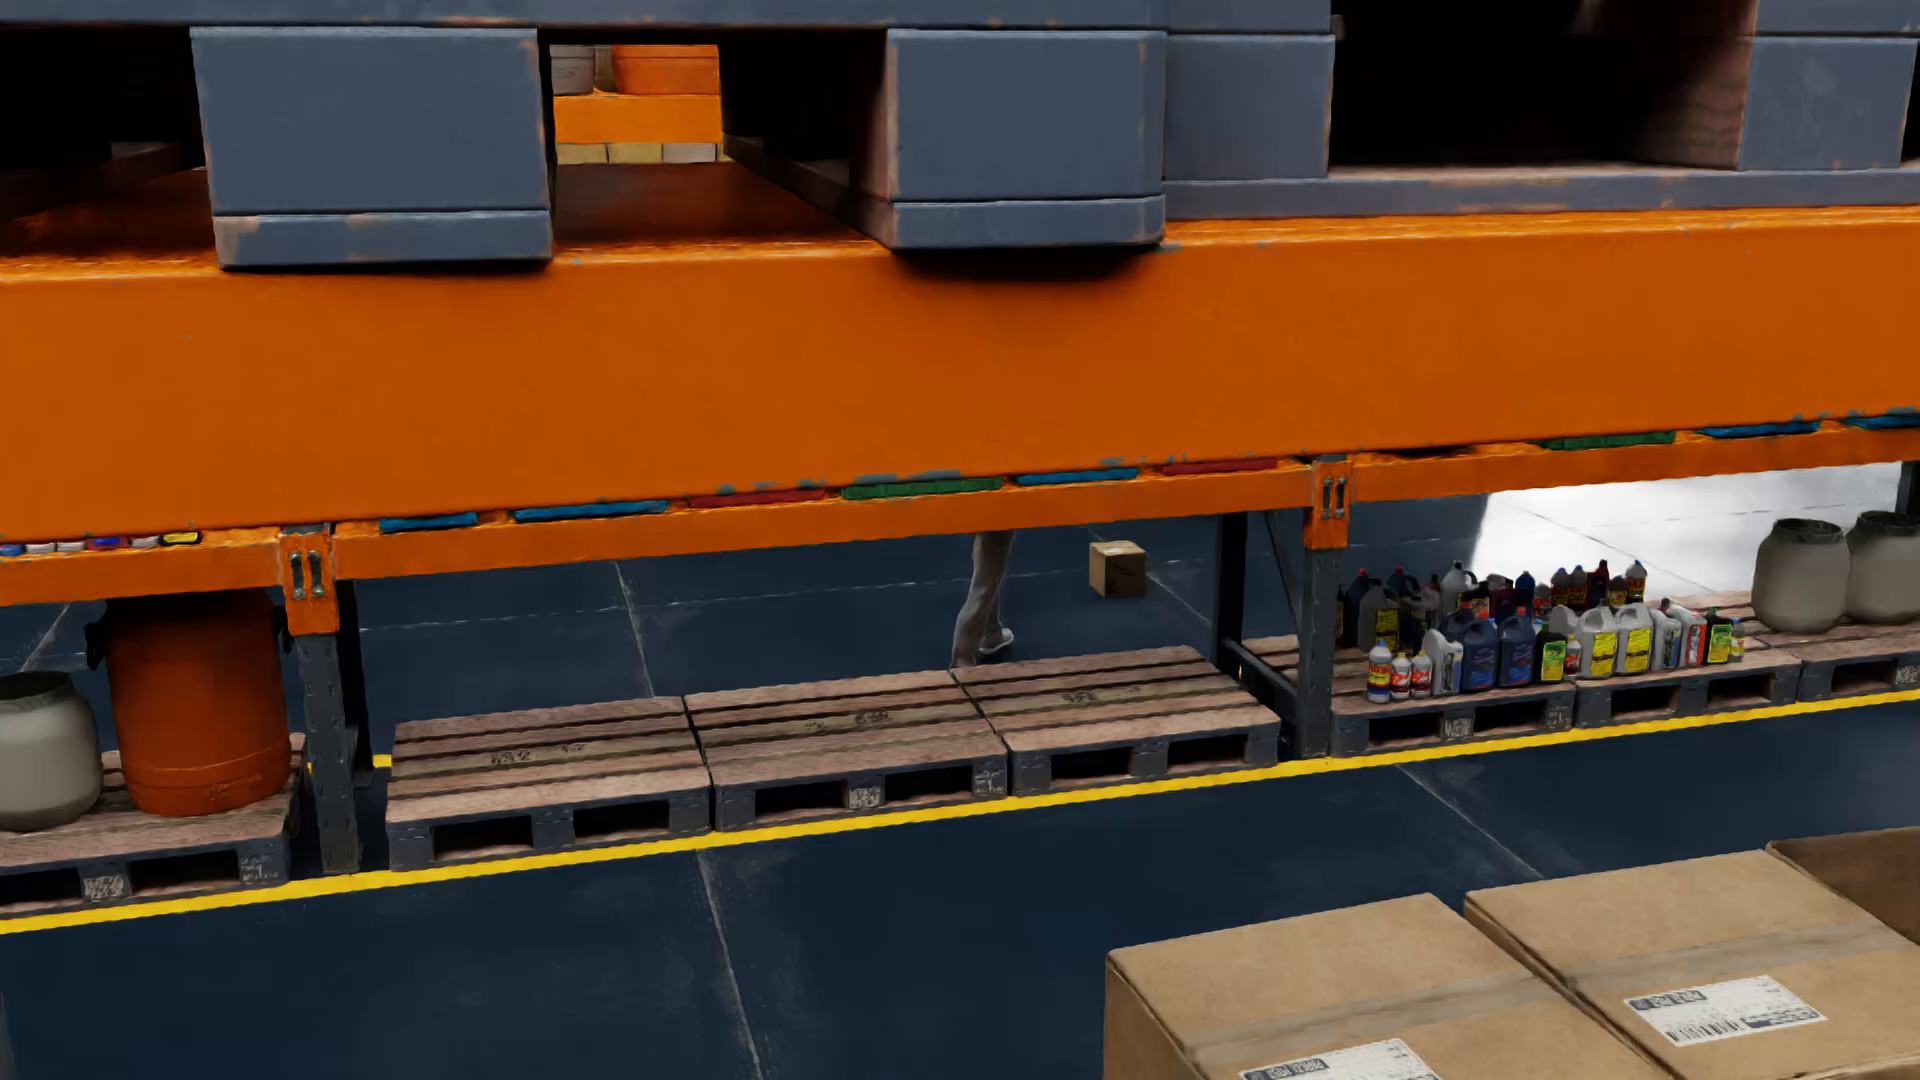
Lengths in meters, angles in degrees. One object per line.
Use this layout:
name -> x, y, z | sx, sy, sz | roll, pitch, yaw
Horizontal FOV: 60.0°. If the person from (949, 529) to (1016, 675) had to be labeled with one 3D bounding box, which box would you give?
person -> 0.155, -0.140, 8.021 | 0.699, 1.632, 0.590 | -14, 21, -39
